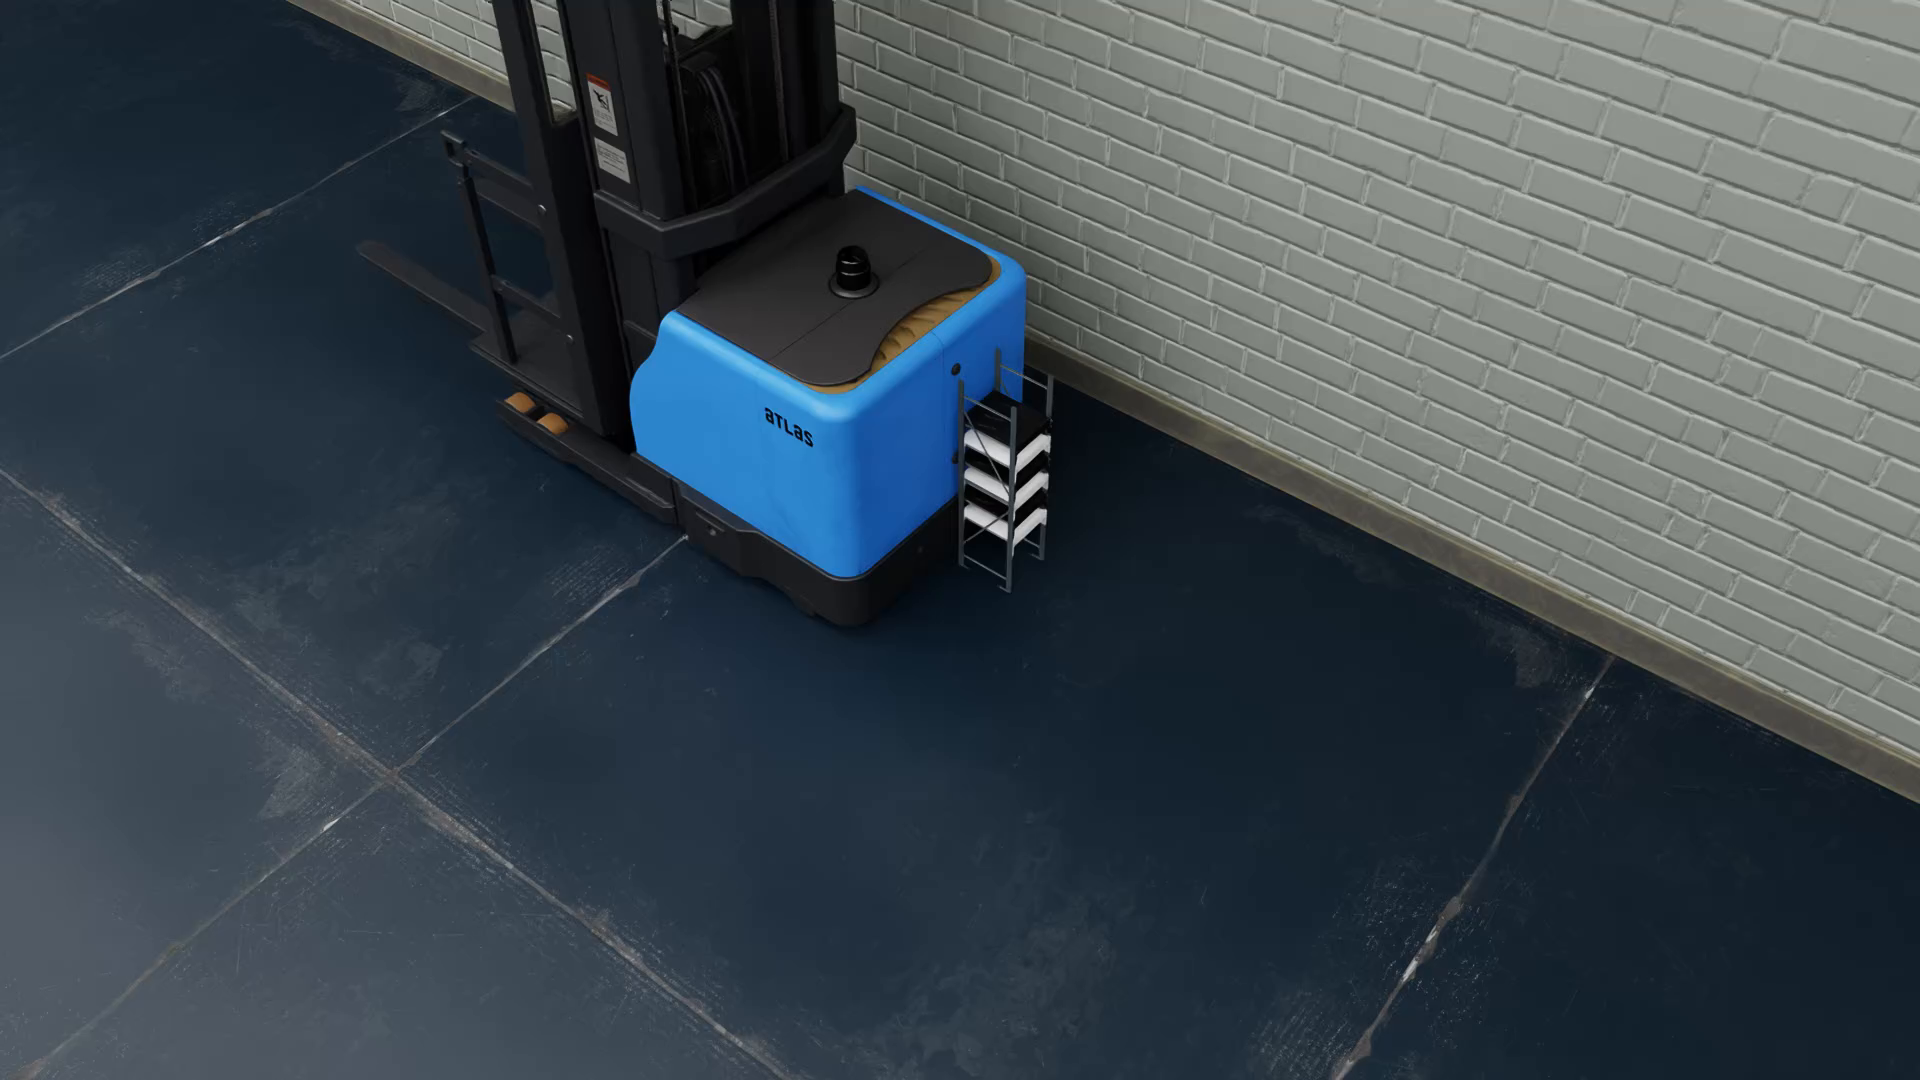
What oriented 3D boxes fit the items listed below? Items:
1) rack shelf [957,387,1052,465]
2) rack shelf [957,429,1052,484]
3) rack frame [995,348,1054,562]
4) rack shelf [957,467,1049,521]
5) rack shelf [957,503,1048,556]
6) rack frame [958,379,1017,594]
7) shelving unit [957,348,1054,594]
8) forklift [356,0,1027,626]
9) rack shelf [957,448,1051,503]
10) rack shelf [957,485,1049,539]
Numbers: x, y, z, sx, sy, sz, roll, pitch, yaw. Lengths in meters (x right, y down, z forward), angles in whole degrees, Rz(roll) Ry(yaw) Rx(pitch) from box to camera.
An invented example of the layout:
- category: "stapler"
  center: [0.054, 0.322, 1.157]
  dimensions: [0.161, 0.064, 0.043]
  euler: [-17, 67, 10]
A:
- category: "rack shelf"
  center: [0.153, -0.391, 5.674]
  dimensions: [0.258, 0.077, 0.200]
  euler: [30, 53, 25]
- category: "rack shelf"
  center: [0.153, -0.329, 5.739]
  dimensions: [0.258, 0.077, 0.200]
  euler: [30, 53, 25]
- category: "rack frame"
  center: [0.216, -0.285, 5.900]
  dimensions: [0.240, 0.900, 0.006]
  euler: [30, 53, 25]
- category: "rack shelf"
  center: [0.153, -0.204, 5.869]
  dimensions: [0.258, 0.077, 0.200]
  euler: [30, 53, 25]
- category: "rack shelf"
  center: [0.153, -0.080, 5.999]
  dimensions: [0.258, 0.077, 0.200]
  euler: [30, 53, 25]
- category: "rack frame"
  center: [0.091, -0.169, 5.789]
  dimensions: [0.240, 0.900, 0.006]
  euler: [30, 53, 25]
- category: "shelving unit"
  center: [0.153, -0.227, 5.845]
  dimensions: [0.258, 0.900, 0.210]
  euler: [30, 53, 25]
- category: "forklift"
  center: [-1.217, -1.612, 5.763]
  dimensions: [3.031, 2.935, 1.130]
  euler: [31, 54, 26]
- category: "rack shelf"
  center: [0.153, -0.266, 5.804]
  dimensions: [0.258, 0.077, 0.200]
  euler: [30, 53, 25]
- category: "rack shelf"
  center: [0.153, -0.142, 5.934]
  dimensions: [0.258, 0.077, 0.200]
  euler: [30, 53, 25]
